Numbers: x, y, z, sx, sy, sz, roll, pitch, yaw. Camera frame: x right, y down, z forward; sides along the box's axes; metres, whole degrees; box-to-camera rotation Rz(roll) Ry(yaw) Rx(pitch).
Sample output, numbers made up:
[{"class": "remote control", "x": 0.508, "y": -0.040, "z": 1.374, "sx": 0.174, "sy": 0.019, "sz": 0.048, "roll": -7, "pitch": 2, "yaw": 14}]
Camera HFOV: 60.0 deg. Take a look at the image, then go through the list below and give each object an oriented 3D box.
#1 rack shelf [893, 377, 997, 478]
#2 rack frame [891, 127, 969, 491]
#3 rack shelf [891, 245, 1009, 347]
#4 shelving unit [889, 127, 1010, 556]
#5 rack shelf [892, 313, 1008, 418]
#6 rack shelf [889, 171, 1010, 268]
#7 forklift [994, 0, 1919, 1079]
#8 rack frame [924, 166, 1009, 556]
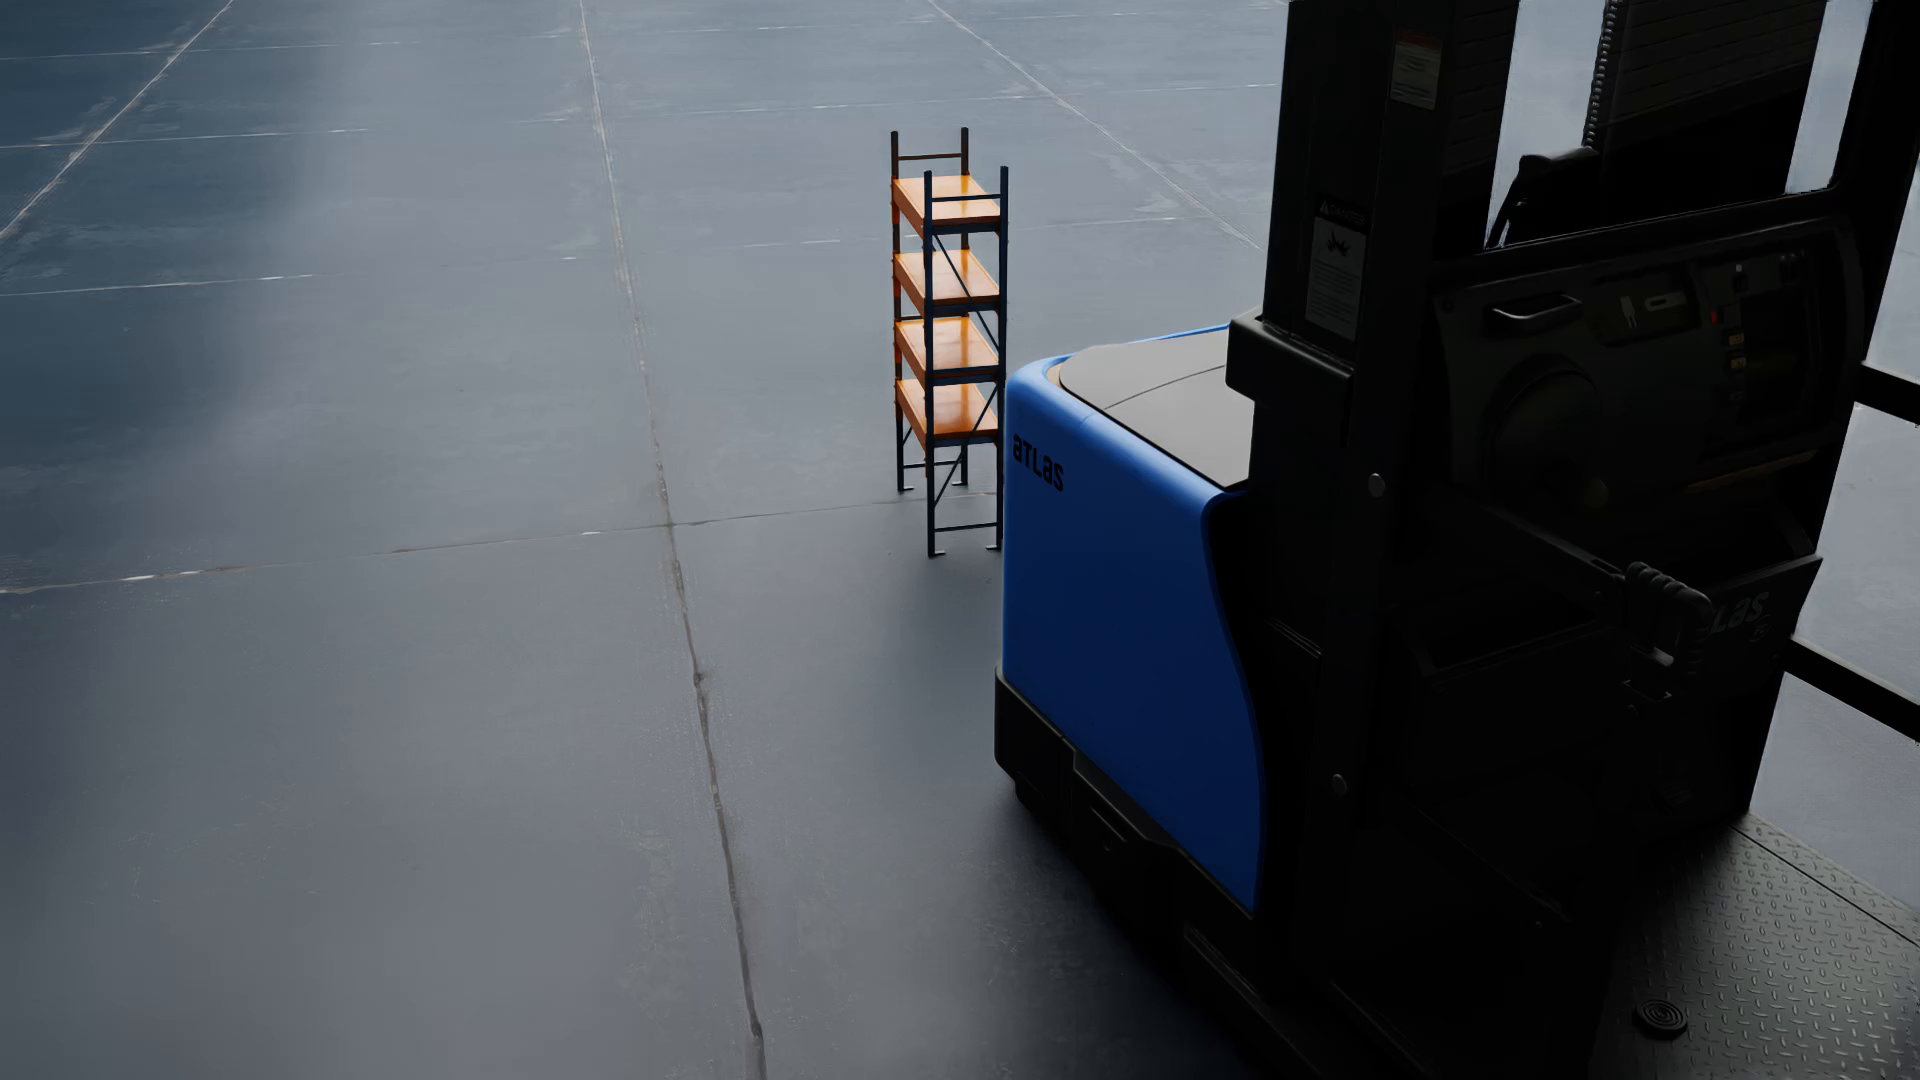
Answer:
[{"class": "rack shelf", "x": -0.037, "y": -0.371, "z": 5.243, "sx": 0.258, "sy": 0.148, "sz": 0.480, "roll": -6, "pitch": 27, "yaw": -12}, {"class": "rack frame", "x": -0.092, "y": -0.715, "z": 5.336, "sx": 0.240, "sy": 1.200, "sz": 0.015, "roll": -6, "pitch": 27, "yaw": -12}, {"class": "rack shelf", "x": -0.037, "y": -0.748, "z": 5.053, "sx": 0.258, "sy": 0.148, "sz": 0.480, "roll": -6, "pitch": 27, "yaw": -12}, {"class": "shelving unit", "x": -0.037, "y": -0.608, "z": 5.124, "sx": 0.258, "sy": 1.200, "sz": 0.503, "roll": -6, "pitch": 27, "yaw": -12}, {"class": "rack shelf", "x": -0.037, "y": -0.548, "z": 5.154, "sx": 0.258, "sy": 0.148, "sz": 0.480, "roll": -6, "pitch": 27, "yaw": -12}, {"class": "rack shelf", "x": -0.037, "y": -0.959, "z": 4.947, "sx": 0.258, "sy": 0.148, "sz": 0.480, "roll": -6, "pitch": 27, "yaw": -12}, {"class": "forklift", "x": 1.219, "y": -0.250, "z": 2.492, "sx": 1.130, "sy": 2.935, "sz": 3.031, "roll": -13, "pitch": 30, "yaw": -25}, {"class": "rack frame", "x": 0.018, "y": -0.501, "z": 4.911, "sx": 0.240, "sy": 1.200, "sz": 0.015, "roll": -6, "pitch": 27, "yaw": -12}]
